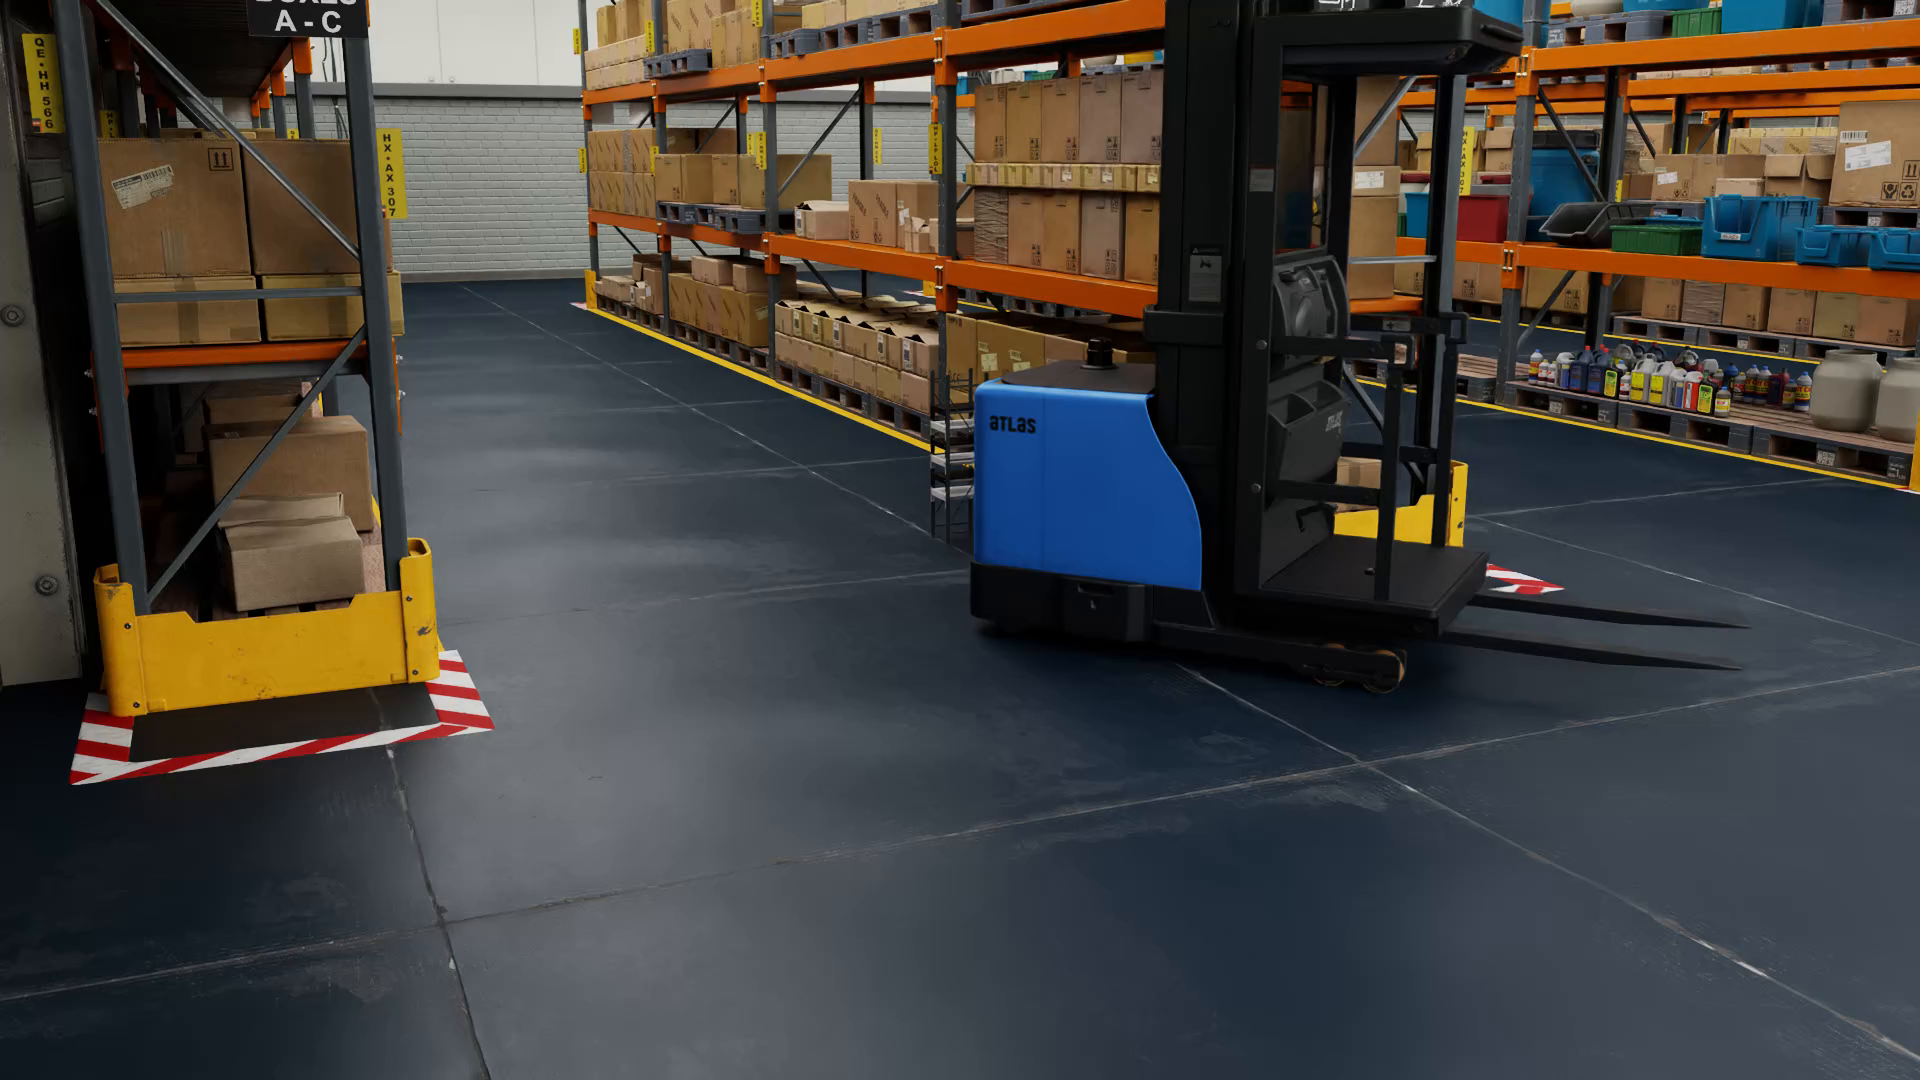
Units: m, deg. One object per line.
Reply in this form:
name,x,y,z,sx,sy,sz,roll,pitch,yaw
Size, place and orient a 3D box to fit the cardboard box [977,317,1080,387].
cardboard box,0.438,-1.161,10.738,0.500,0.500,0.500,-6,14,-23

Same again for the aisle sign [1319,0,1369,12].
aisle sign,1.691,-2.557,7.502,0.394,0.787,0.004,-6,14,-23

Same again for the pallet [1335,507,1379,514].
pallet,1.589,-0.127,8.949,1.003,0.211,1.213,-6,14,-23

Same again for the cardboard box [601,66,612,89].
cardboard box,-4.112,-5.688,20.475,0.500,0.250,0.500,-6,14,-23

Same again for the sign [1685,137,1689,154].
sign,8.301,-4.454,19.071,0.100,0.325,0.005,-6,14,-23

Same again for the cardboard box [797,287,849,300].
cardboard box,-1.406,-2.208,16.325,0.500,0.500,0.500,-6,14,-25

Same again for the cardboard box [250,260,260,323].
cardboard box,-2.729,-1.055,7.064,0.500,0.250,0.500,-6,14,-25

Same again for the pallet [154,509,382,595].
pallet,-3.412,0.037,8.241,1.003,0.211,1.213,-6,14,-23

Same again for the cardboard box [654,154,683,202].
cardboard box,-2.888,-3.946,18.112,0.700,0.500,0.500,-12,18,-42

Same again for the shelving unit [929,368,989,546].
shelving unit,-0.003,-0.440,8.776,0.258,0.900,0.210,-6,14,-23

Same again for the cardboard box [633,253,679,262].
cardboard box,-4.032,-3.543,22.094,0.500,0.500,0.500,-6,14,-23

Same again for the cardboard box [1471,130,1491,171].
cardboard box,6.733,-4.968,21.235,0.797,0.503,0.637,-5,14,-22

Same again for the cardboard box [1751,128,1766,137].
cardboard box,13.863,-7.015,28.649,0.380,0.149,0.250,-6,14,-25

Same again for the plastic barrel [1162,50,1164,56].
plastic barrel,2.421,-5.515,18.163,0.433,0.535,0.433,0,13,0

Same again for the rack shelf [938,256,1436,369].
rack shelf,1.133,-1.394,9.835,1.077,0.370,4.000,-6,14,-23

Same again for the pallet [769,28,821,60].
pallet,-0.917,-4.221,14.222,1.213,0.211,1.003,-5,14,-20

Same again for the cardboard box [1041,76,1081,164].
cardboard box,0.919,-2.539,10.090,0.700,0.500,0.500,-6,14,-23

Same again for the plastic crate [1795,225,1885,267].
plastic crate,5.744,-1.916,10.827,0.499,0.251,0.408,-6,14,-23

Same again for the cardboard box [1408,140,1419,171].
cardboard box,6.248,-5.264,22.969,0.500,0.500,0.500,-6,14,-23

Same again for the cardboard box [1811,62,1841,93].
cardboard box,11.522,-6.116,21.768,0.500,0.500,0.500,-6,14,-23

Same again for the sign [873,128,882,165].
sign,-0.764,-3.599,15.199,0.100,0.325,0.005,-6,14,-23

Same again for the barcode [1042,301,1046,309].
barcode,0.611,-1.712,12.054,0.001,0.075,0.075,-6,14,-23

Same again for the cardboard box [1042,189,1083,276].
cardboard box,0.930,-1.903,10.217,0.700,0.500,0.500,-5,14,-22

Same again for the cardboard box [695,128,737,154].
cardboard box,-2.804,-4.469,19.087,0.500,0.500,0.500,-5,14,-21

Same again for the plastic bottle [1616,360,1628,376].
plastic bottle,4.984,-1.219,12.559,0.097,0.271,0.097,0,13,0

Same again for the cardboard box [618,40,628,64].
cardboard box,-3.712,-5.725,19.526,0.500,0.250,0.500,-6,14,-23

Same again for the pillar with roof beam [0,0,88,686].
pillar with roof beam,0.268,-4.261,7.323,9.100,9.000,0.400,-6,14,-23

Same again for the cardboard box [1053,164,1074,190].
cardboard box,0.782,-2.183,9.991,0.380,0.149,0.250,-6,14,-25

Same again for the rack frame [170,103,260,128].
rack frame,-9.013,-4.189,20.315,1.000,3.000,0.127,-6,14,-23

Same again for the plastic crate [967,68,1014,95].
plastic crate,0.425,-6.174,22.379,0.504,0.338,0.767,-6,14,-23

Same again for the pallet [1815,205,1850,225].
pallet,8.638,-3.379,17.243,1.003,0.211,1.213,-6,14,-23

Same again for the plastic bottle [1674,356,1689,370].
plastic bottle,5.516,-1.267,12.741,0.061,0.283,0.133,-6,14,-23

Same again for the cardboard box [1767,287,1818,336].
cardboard box,8.785,-2.393,17.123,0.700,0.500,0.500,-7,15,-28

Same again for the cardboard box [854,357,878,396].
cardboard box,-0.507,-1.292,12.968,0.500,0.250,0.500,-5,14,-22

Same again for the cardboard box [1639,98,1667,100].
cardboard box,10.346,-6.597,24.400,0.500,0.250,0.500,-5,14,-22

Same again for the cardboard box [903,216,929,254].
cardboard box,-0.189,-2.257,12.268,0.396,0.266,0.258,-6,14,-24

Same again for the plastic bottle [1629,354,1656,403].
plastic bottle,5.061,-1.197,12.288,0.144,0.351,0.185,-6,14,-23

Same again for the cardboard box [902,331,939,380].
cardboard box,-0.093,-1.353,11.988,0.500,0.311,0.500,-6,14,-23

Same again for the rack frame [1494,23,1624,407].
rack frame,4.872,-2.604,13.469,1.000,3.000,0.127,-6,14,-23

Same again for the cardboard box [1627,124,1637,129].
cardboard box,10.142,-5.991,25.005,0.500,0.500,0.500,-6,14,-25

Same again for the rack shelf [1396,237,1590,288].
rack shelf,4.070,-2.667,15.336,1.077,0.370,4.000,-6,14,-23

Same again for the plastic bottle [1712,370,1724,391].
plastic bottle,5.734,-1.186,12.572,0.097,0.201,0.097,0,13,0

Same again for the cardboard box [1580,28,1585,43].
cardboard box,7.497,-5.714,19.092,0.797,0.503,0.637,-5,14,-20

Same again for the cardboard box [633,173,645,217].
cardboard box,-3.516,-4.045,19.475,0.500,0.500,0.500,-5,14,-21

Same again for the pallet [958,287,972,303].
pallet,0.360,-3.551,23.744,1.003,0.211,1.213,-6,14,-23

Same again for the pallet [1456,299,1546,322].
pallet,7.076,-2.941,21.108,1.003,0.211,1.213,-6,14,-23

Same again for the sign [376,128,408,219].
sign,-2.106,-1.354,6.146,0.100,0.325,0.005,-6,14,-23

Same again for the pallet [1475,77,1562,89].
pallet,7.050,-5.606,20.207,1.003,0.211,1.213,-5,14,-20

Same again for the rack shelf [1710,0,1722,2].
rack shelf,11.592,-7.096,22.053,1.077,0.370,4.000,-6,14,-23

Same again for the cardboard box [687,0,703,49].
cardboard box,-2.450,-5.327,17.206,0.600,0.600,0.600,-6,14,-24

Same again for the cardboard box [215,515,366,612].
cardboard box,-2.798,0.062,6.938,0.500,0.311,0.500,-7,15,-29

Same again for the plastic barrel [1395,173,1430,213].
plastic barrel,4.222,-3.129,15.435,0.433,0.535,0.433,0,13,0

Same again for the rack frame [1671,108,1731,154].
rack frame,10.790,-5.131,24.389,1.000,3.000,0.127,-6,14,-23

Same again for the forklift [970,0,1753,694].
forklift,1.593,-0.978,6.594,3.031,2.935,1.130,7,15,27
